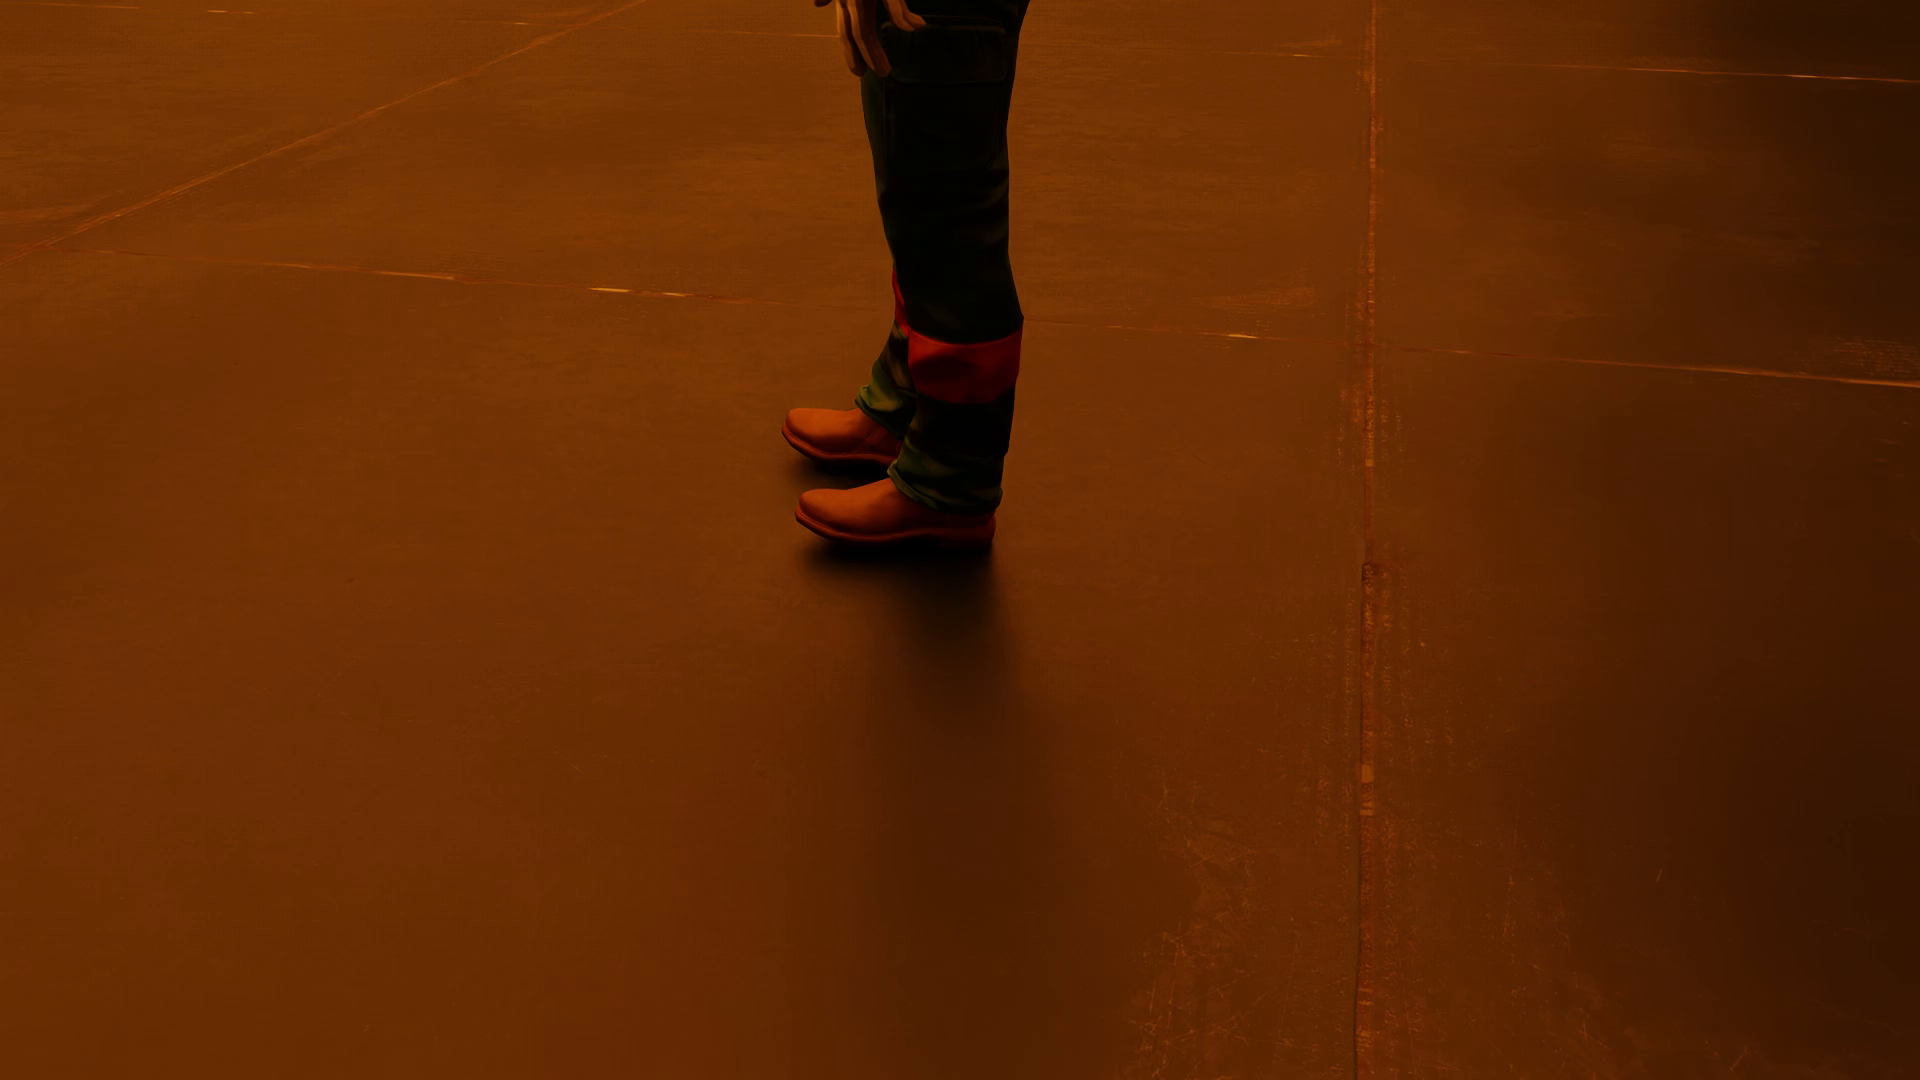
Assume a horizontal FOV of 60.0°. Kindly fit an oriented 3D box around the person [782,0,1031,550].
[{"bbox_3d":[-0.075,-0.819,2.120,0.564,1.787,0.637,6,27,11],"label":"person"}]
